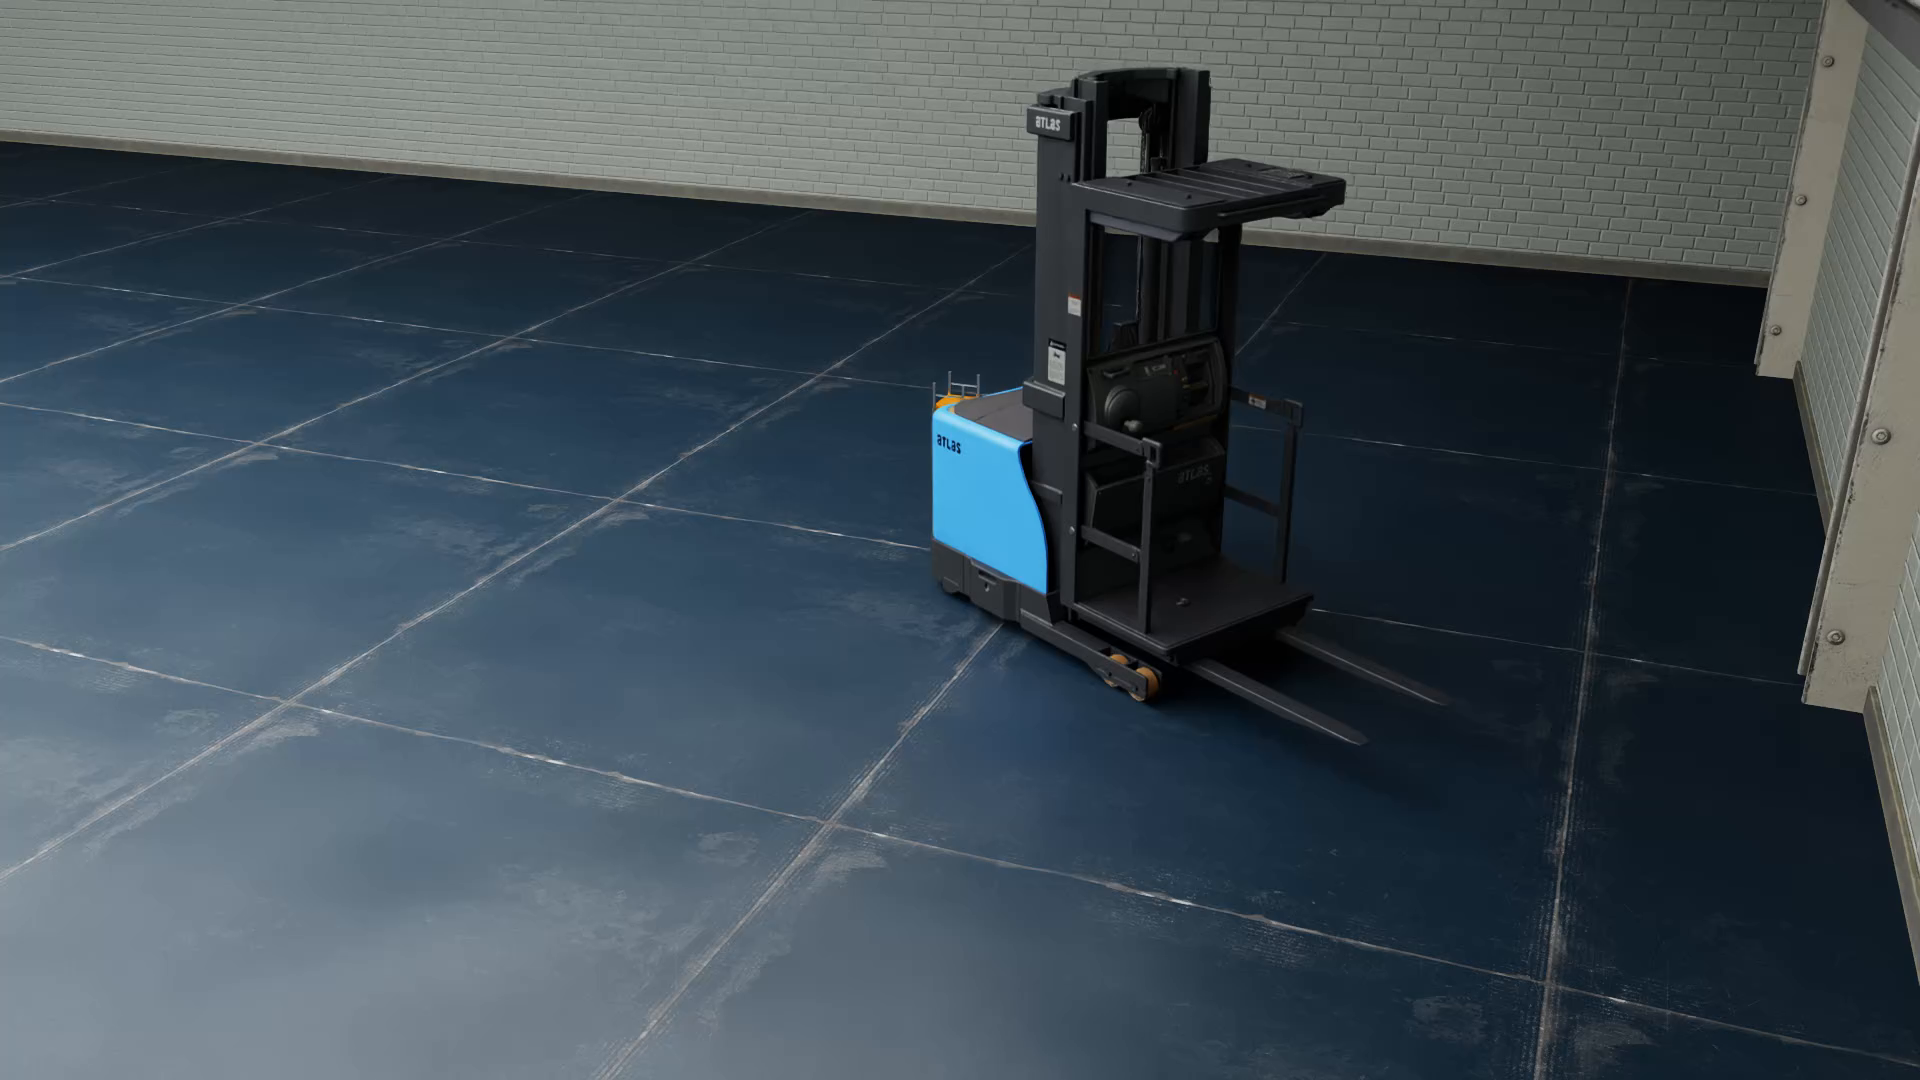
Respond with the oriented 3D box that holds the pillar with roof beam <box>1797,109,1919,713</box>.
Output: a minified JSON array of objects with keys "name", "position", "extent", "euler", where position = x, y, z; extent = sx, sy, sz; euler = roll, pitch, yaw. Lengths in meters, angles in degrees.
[{"name":"pillar with roof beam","position":[0.423,-4.003,8.157],"extent":[9.100,9.000,0.400],"euler":[9,24,20]}]

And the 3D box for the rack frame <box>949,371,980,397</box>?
[{"name":"rack frame","position":[0.025,-0.509,10.106],"extent":[0.200,1.050,0.008],"euler":[9,24,20]}]

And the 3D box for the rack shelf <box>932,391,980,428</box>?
[{"name":"rack shelf","position":[-0.020,-0.717,9.897],"extent":[0.215,0.259,0.240],"euler":[9,24,20]}]

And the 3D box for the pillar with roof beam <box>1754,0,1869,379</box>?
[{"name":"pillar with roof beam","position":[2.652,-6.150,13.298],"extent":[9.100,9.000,0.400],"euler":[9,24,20]}]

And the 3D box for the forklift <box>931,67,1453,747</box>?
[{"name":"forklift","position":[1.134,-0.762,8.272],"extent":[1.130,2.935,3.031],"euler":[-17,28,-35]}]

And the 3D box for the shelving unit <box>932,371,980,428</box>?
[{"name":"shelving unit","position":[-0.020,-0.465,10.002],"extent":[0.215,1.050,0.252],"euler":[9,24,20]}]

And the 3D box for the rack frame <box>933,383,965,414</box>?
[{"name":"rack frame","position":[-0.065,-0.422,9.897],"extent":[0.200,1.050,0.008],"euler":[9,24,20]}]
